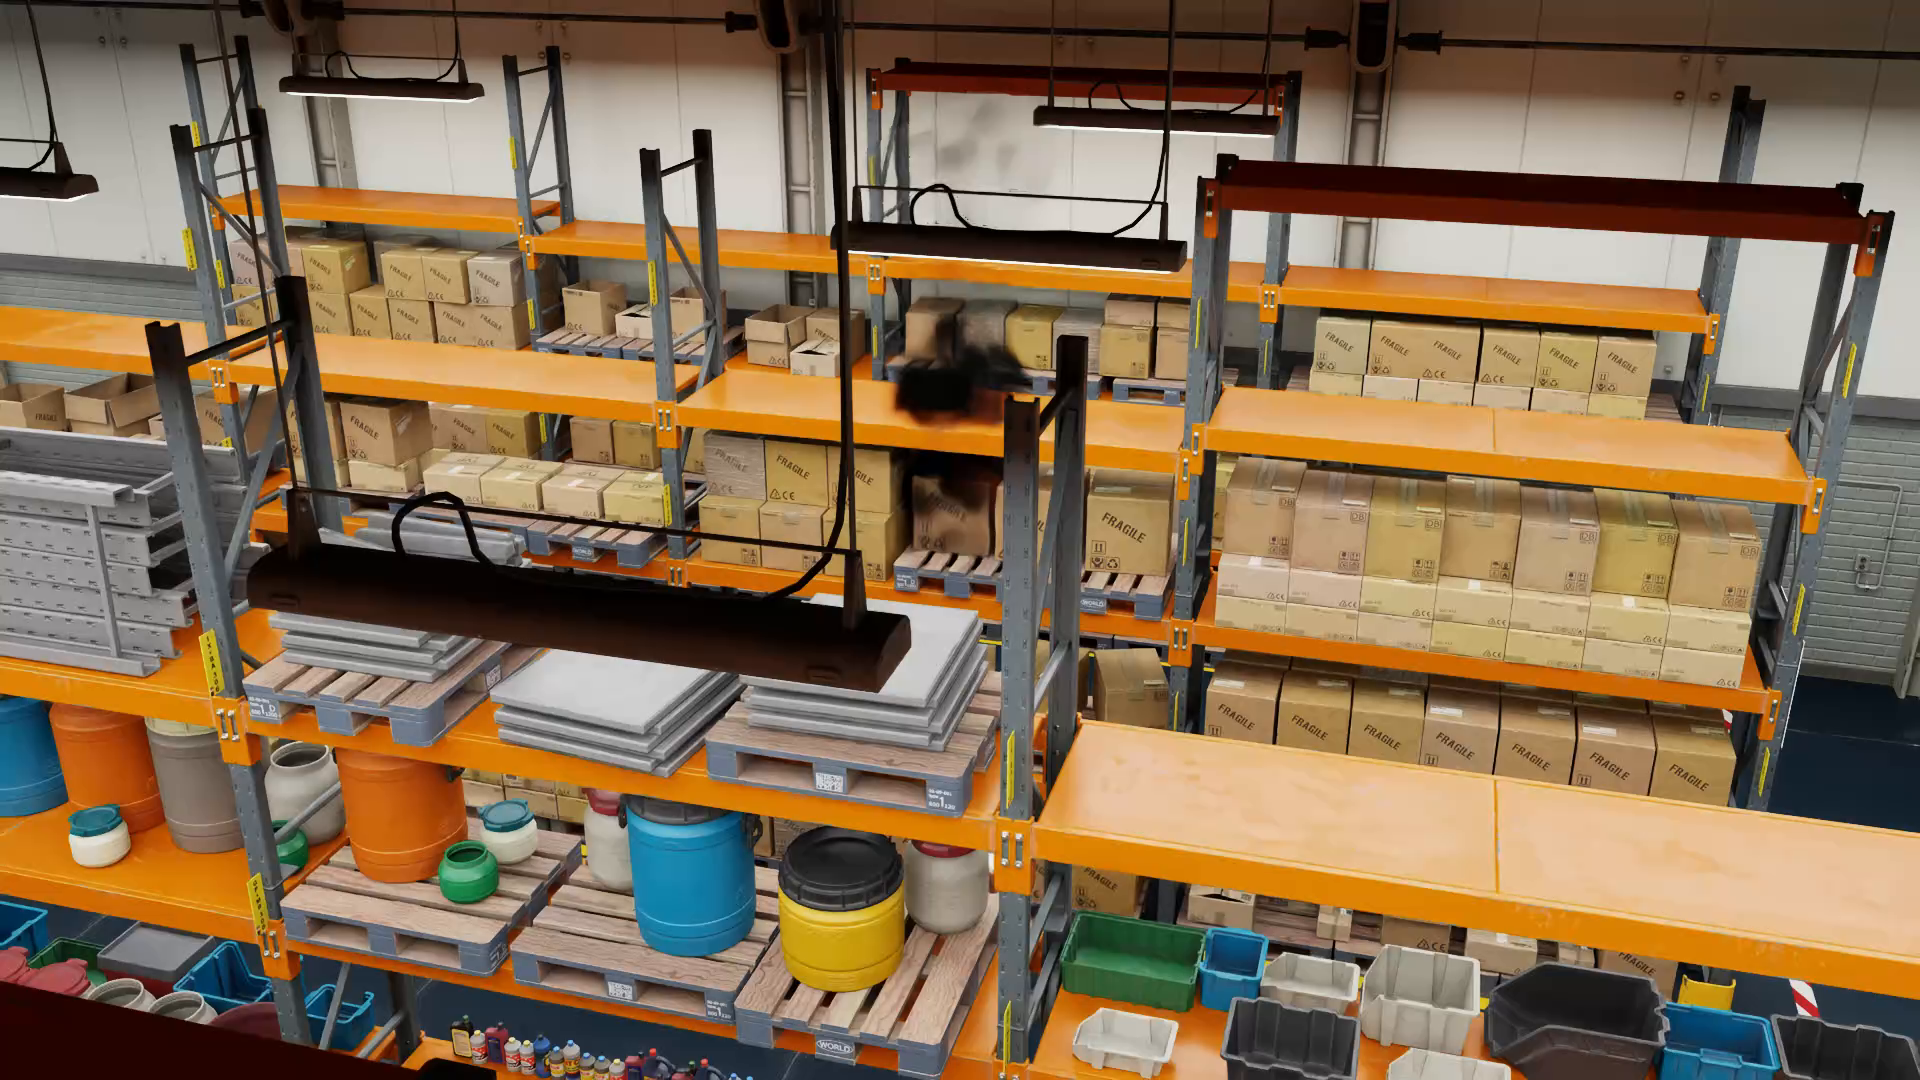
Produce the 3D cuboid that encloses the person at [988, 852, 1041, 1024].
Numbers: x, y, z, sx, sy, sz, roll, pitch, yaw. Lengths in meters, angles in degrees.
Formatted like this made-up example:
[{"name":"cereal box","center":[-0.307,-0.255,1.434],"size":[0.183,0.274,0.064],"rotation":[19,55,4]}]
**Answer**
[{"name":"person","center":[0.292,2.816,11.016],"size":[1.061,1.781,0.636],"rotation":[6,23,14]}]
